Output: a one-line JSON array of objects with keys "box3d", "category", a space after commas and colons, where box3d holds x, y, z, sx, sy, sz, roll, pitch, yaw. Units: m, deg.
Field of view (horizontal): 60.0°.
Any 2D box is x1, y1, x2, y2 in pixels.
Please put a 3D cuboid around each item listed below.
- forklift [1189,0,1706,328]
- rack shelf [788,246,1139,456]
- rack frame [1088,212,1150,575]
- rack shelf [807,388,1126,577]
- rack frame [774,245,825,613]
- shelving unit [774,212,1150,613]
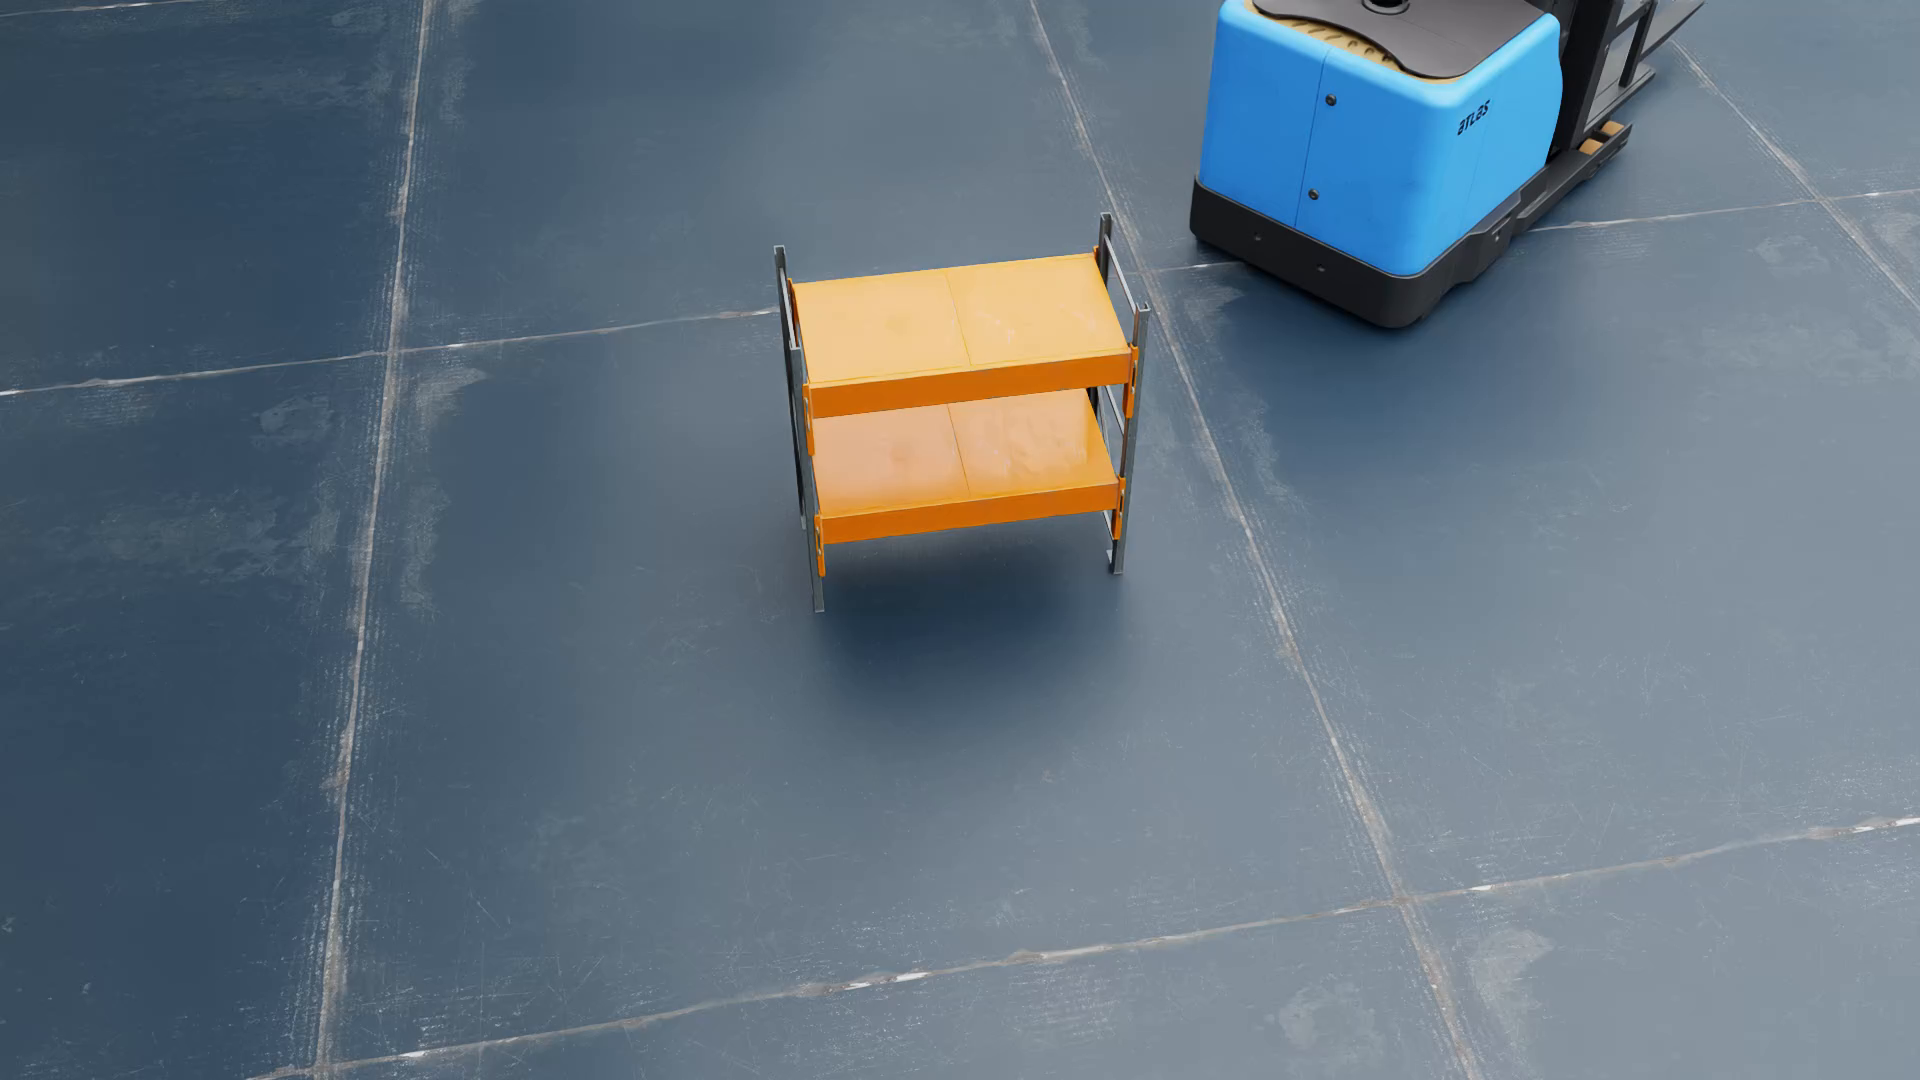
[{"box3d": [2.310, -2.819, 6.431, 1.130, 2.935, 3.031, 33, 54, 28], "category": "forklift"}, {"box3d": [-0.007, -0.593, 5.133, 1.000, 0.278, 0.538, -7, 46, -7], "category": "rack shelf"}, {"box3d": [0.494, -0.452, 5.404, 0.032, 1.125, 0.500, -7, 46, -7], "category": "rack frame"}, {"box3d": [-0.007, -0.220, 5.520, 1.000, 0.278, 0.538, -7, 46, -7], "category": "rack shelf"}, {"box3d": [-0.508, -0.327, 5.284, 0.032, 1.125, 0.500, -7, 46, -7], "category": "rack frame"}, {"box3d": [-0.007, -0.389, 5.344, 1.048, 1.125, 0.538, -7, 46, -7], "category": "shelving unit"}]
